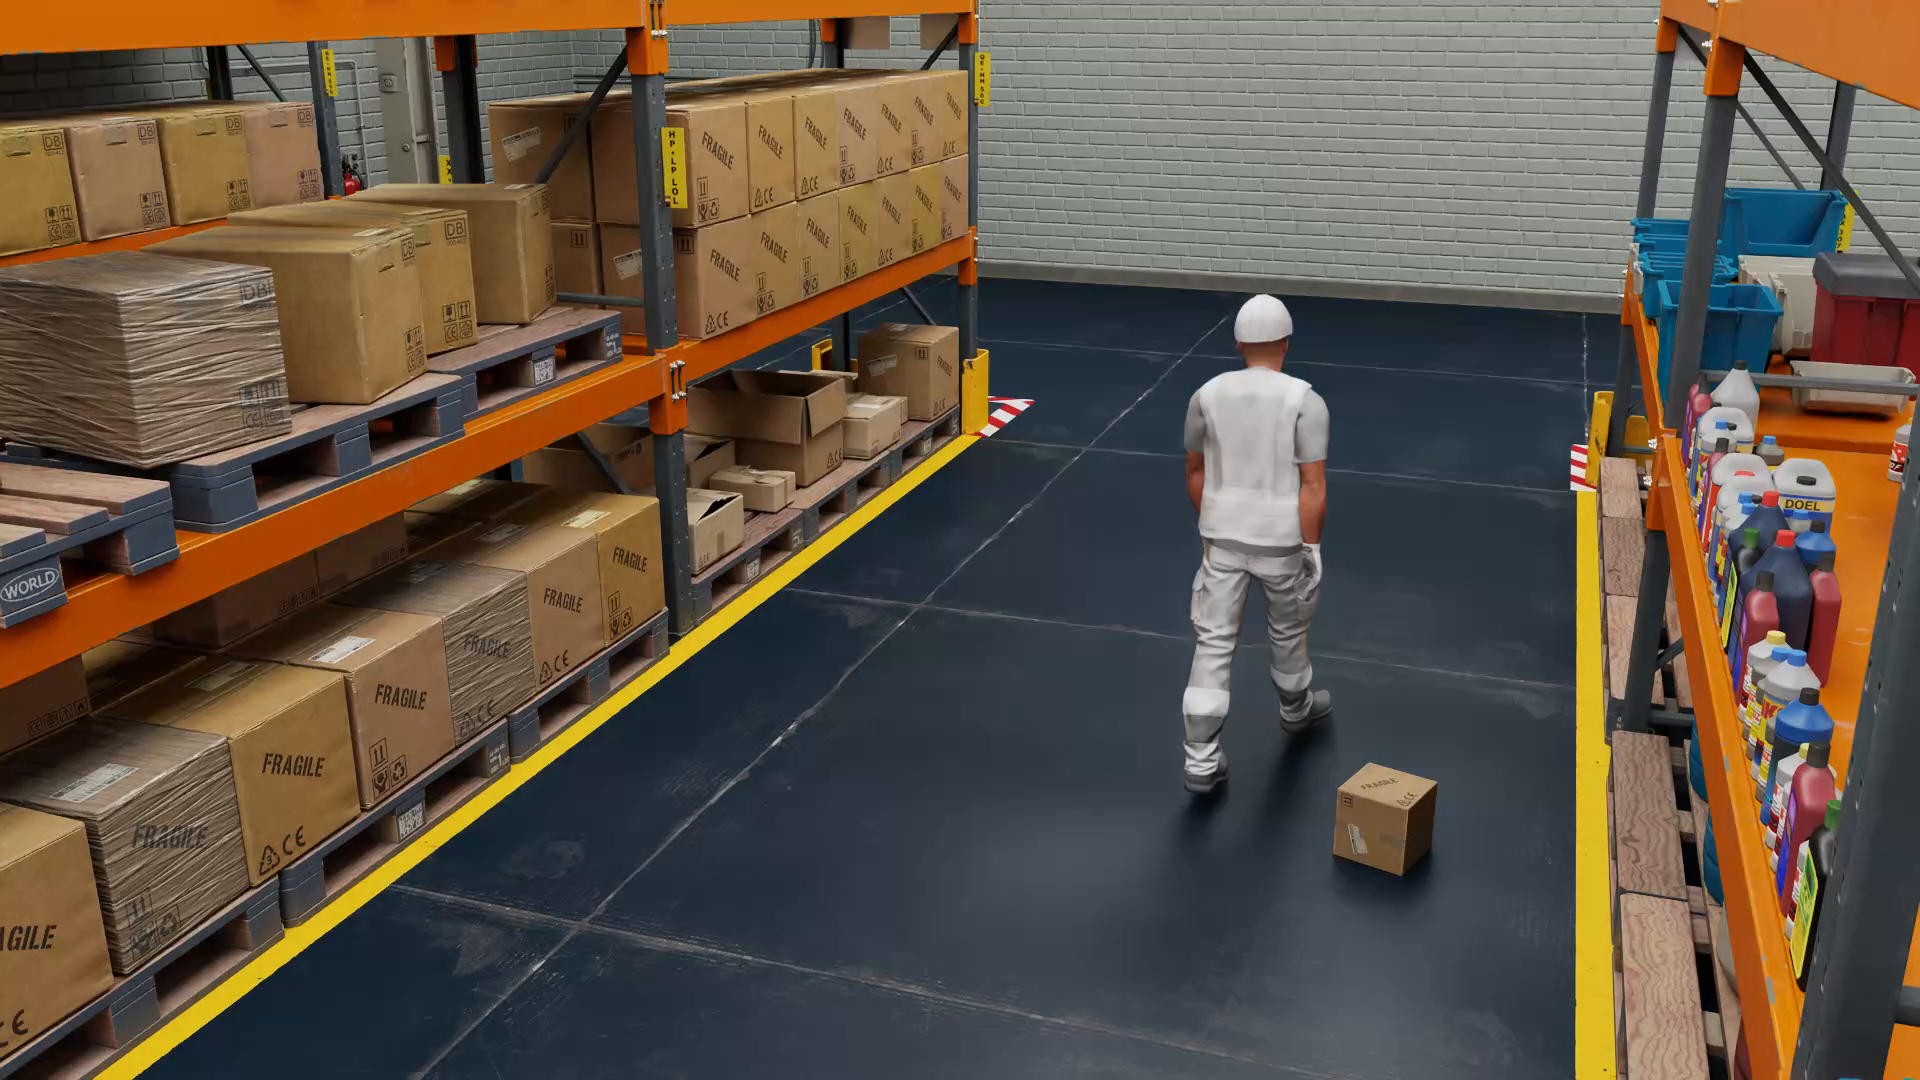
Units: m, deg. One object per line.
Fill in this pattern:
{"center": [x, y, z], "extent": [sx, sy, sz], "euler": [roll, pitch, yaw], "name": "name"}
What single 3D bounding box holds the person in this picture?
{"center": [1.079, -0.026, 6.057], "extent": [0.552, 1.736, 1.001], "euler": [8, 20, 21], "name": "person"}
